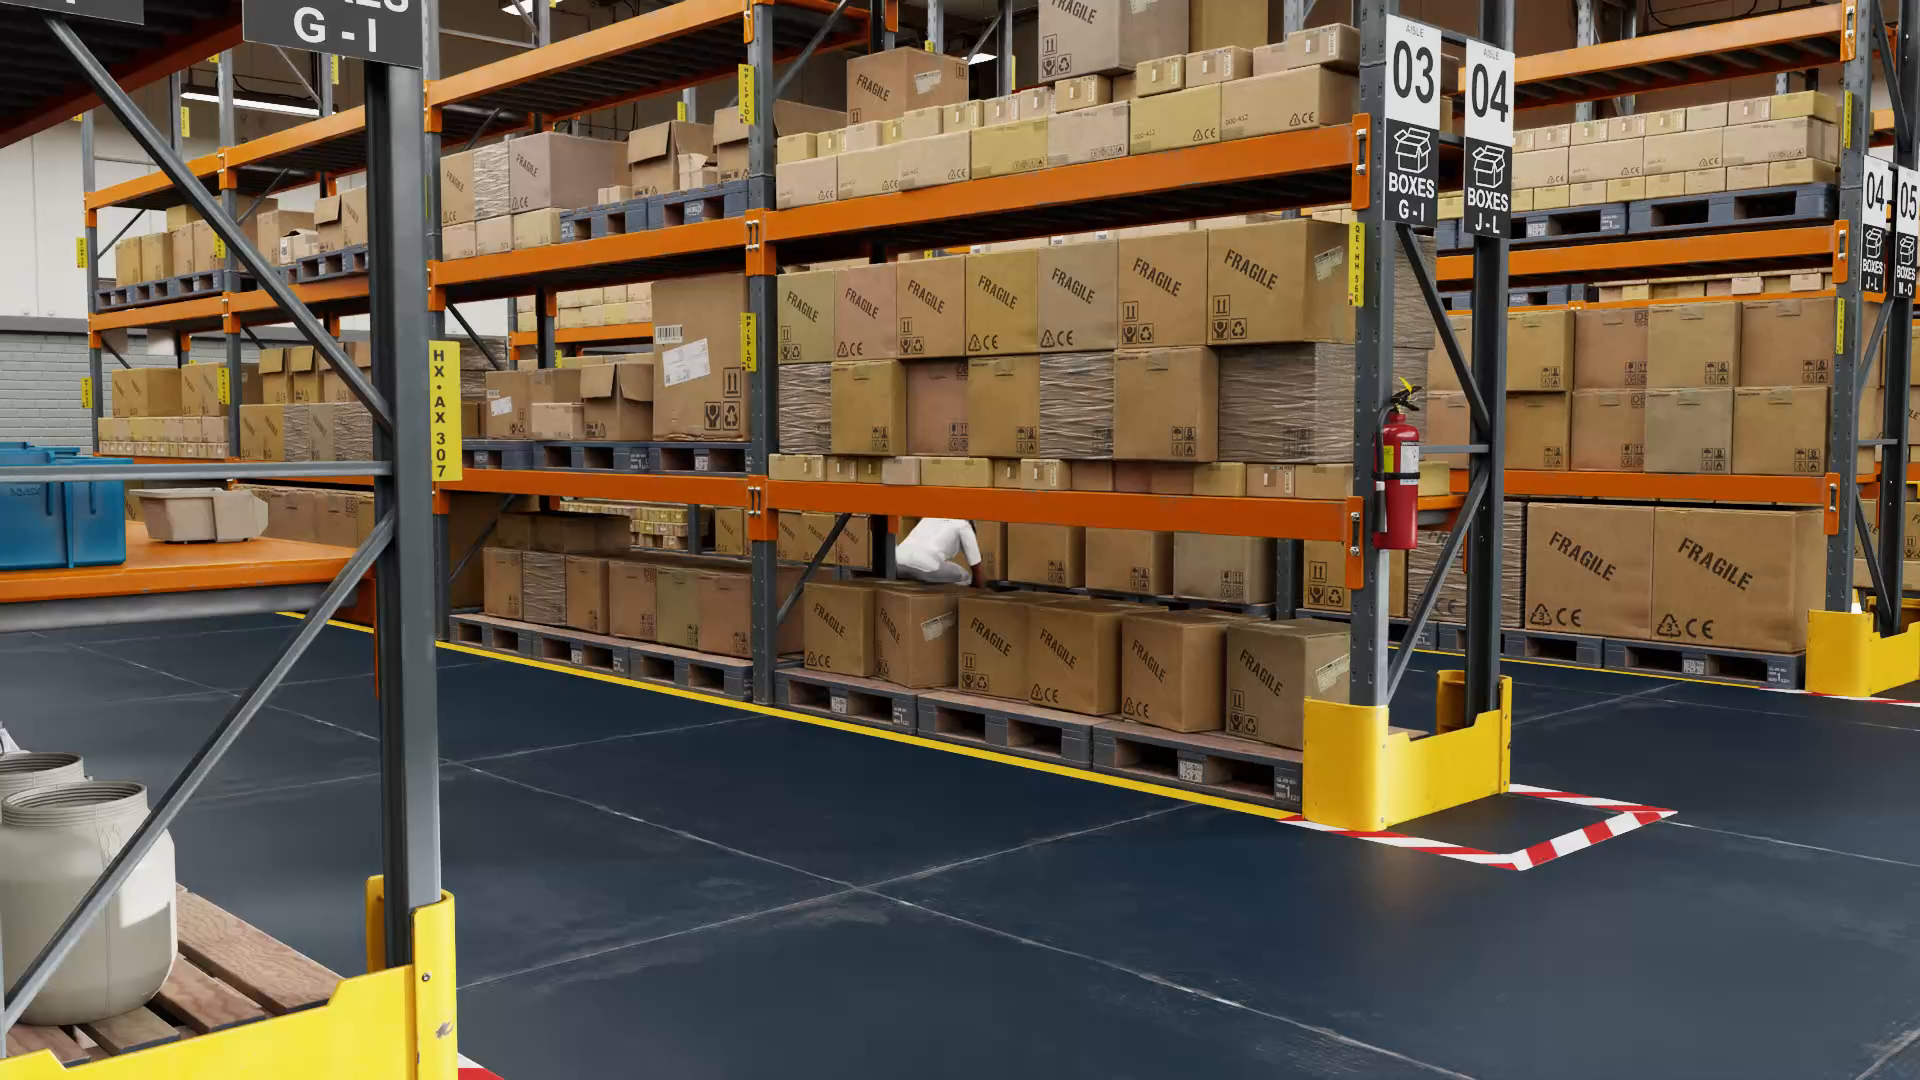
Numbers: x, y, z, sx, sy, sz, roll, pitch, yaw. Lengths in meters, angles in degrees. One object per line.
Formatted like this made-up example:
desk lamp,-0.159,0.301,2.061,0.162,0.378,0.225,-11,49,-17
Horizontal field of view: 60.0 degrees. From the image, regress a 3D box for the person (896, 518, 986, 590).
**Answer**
person,-0.177,0.210,13.395,0.894,0.975,0.580,-4,5,-44
